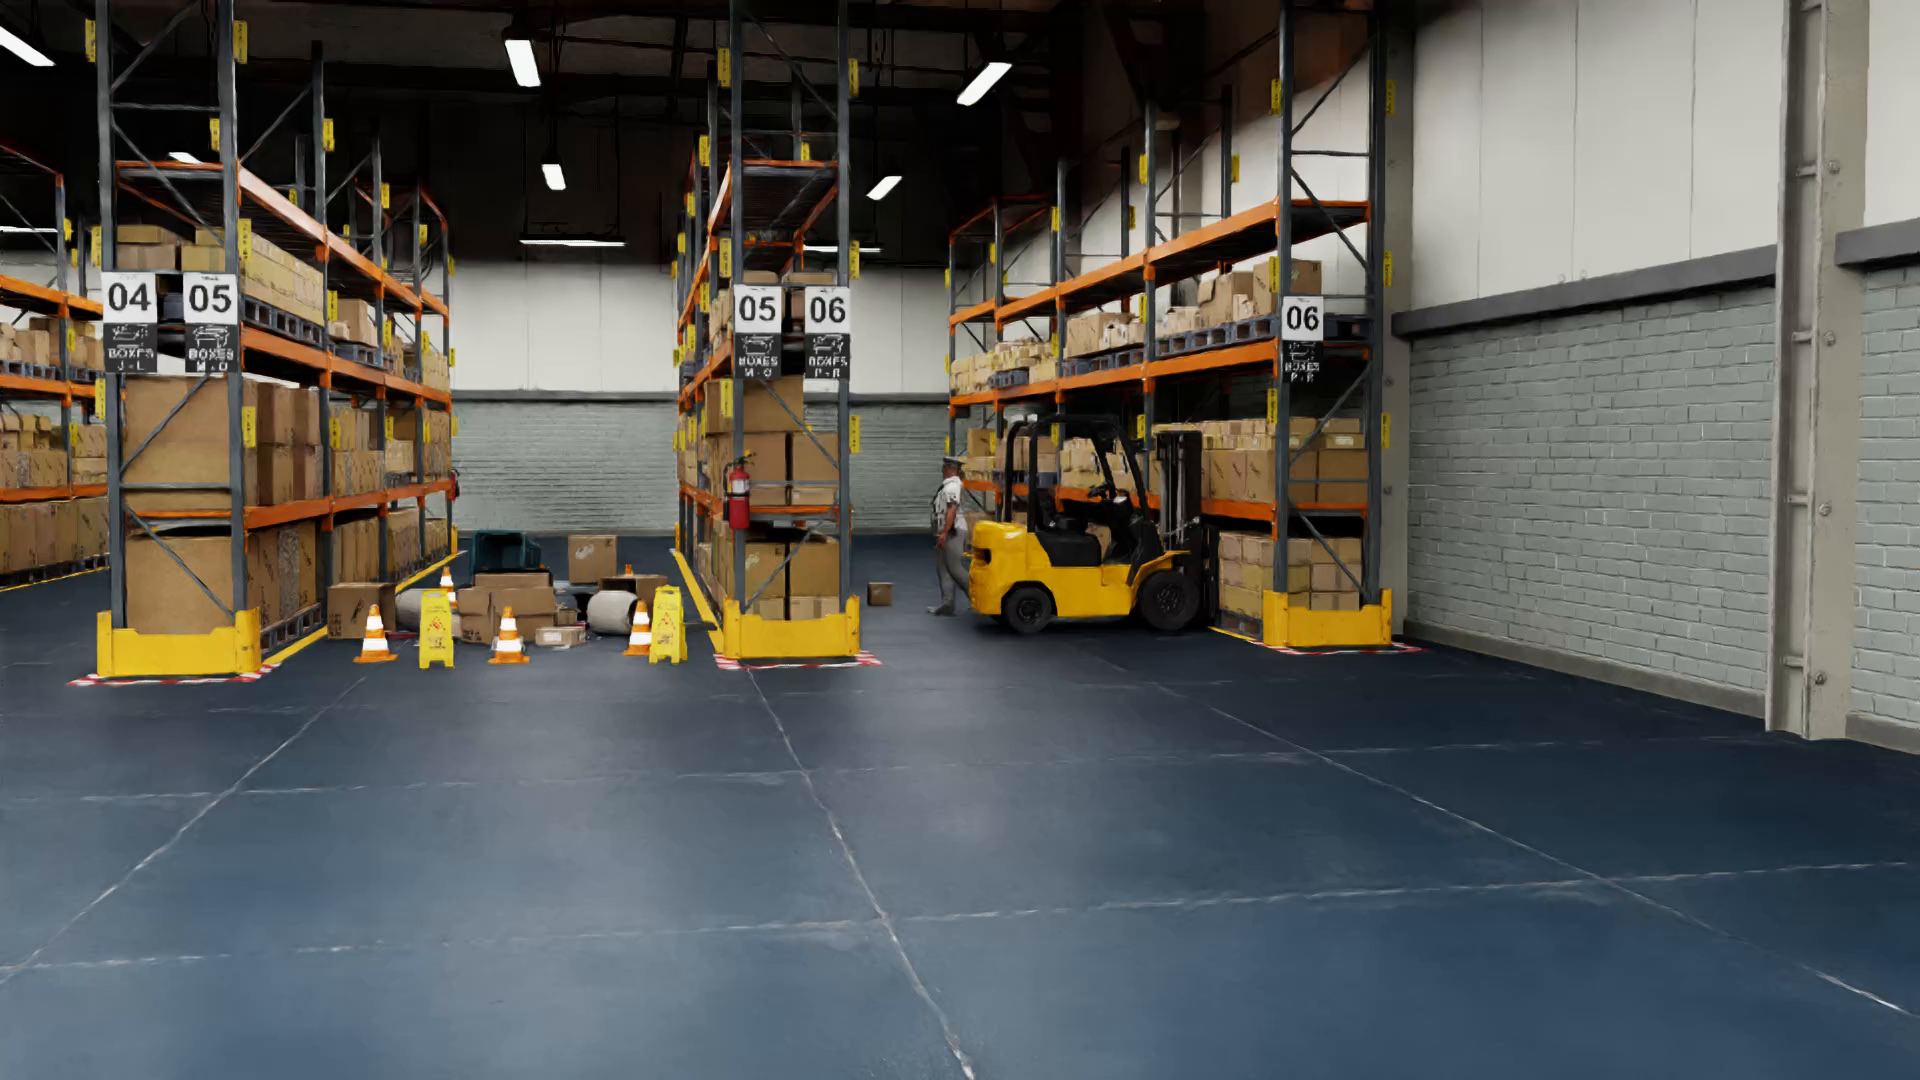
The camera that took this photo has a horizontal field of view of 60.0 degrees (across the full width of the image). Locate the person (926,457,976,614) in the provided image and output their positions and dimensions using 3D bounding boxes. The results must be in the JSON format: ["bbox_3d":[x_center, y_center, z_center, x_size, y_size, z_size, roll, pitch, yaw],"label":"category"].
[{"bbox_3d":[-0.064,-0.052,18.310,0.622,1.705,0.597,0,3,-9],"label":"person"}]
